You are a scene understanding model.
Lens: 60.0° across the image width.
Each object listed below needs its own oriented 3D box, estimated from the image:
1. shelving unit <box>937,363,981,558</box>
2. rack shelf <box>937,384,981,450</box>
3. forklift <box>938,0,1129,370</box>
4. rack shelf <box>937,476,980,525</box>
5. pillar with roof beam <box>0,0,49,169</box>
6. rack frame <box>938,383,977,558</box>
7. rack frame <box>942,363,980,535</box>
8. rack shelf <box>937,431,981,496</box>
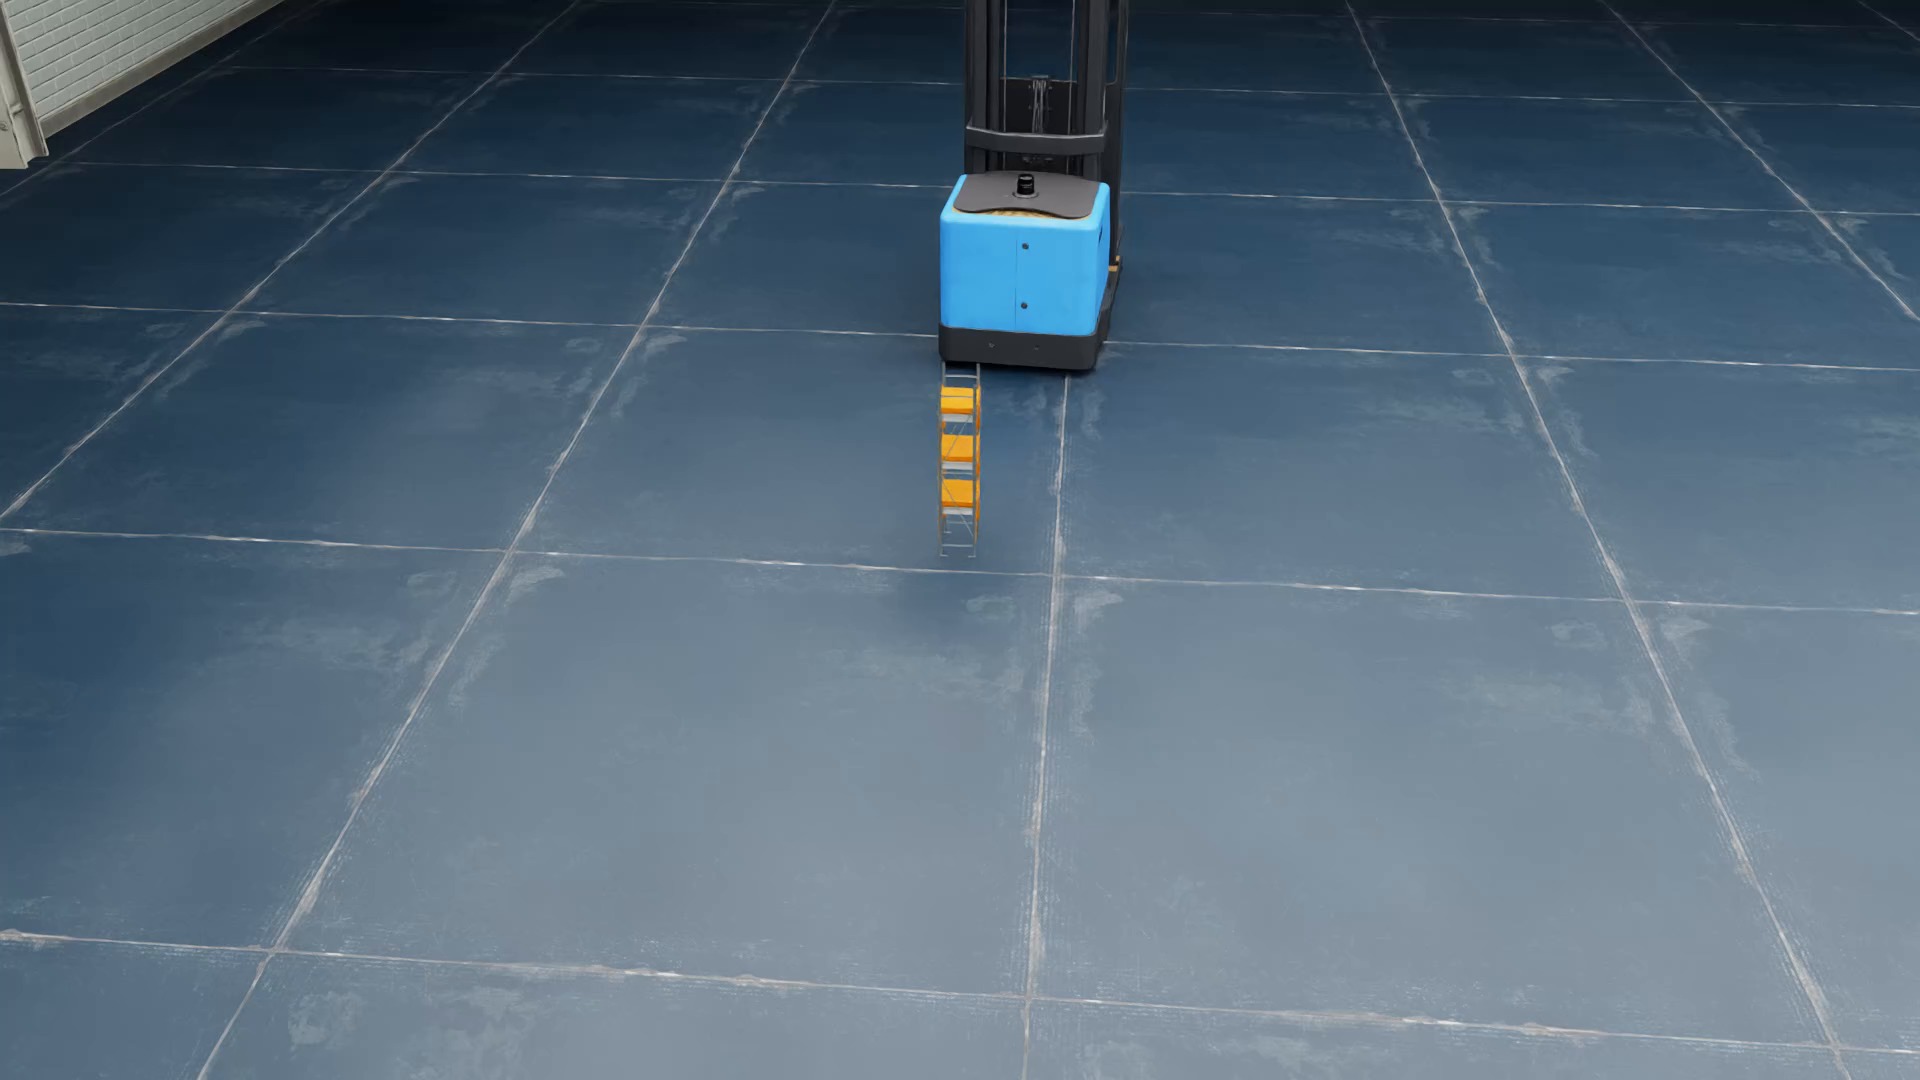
[{"bbox_3d":[-0.004,-0.419,8.929,0.215,1.050,0.252,2,32,4],"label":"shelving unit"},{"bbox_3d":[-0.004,-0.652,8.786,0.215,0.259,0.240,2,32,4],"label":"rack shelf"},{"bbox_3d":[0.614,-3.125,11.527,1.130,2.935,3.031,5,32,8],"label":"forklift"},{"bbox_3d":[-0.004,-0.173,9.081,0.215,0.259,0.240,2,32,4],"label":"rack shelf"},{"bbox_3d":[-3.998,-6.991,12.017,9.100,9.000,0.400,2,32,4],"label":"pillar with roof beam"},{"bbox_3d":[-0.014,-0.355,8.826,0.200,1.050,0.008,2,32,4],"label":"rack frame"},{"bbox_3d":[0.006,-0.483,9.033,0.200,1.050,0.008,2,32,4],"label":"rack frame"},{"bbox_3d":[-0.004,-0.410,8.935,0.215,0.259,0.240,2,32,4],"label":"rack shelf"}]
